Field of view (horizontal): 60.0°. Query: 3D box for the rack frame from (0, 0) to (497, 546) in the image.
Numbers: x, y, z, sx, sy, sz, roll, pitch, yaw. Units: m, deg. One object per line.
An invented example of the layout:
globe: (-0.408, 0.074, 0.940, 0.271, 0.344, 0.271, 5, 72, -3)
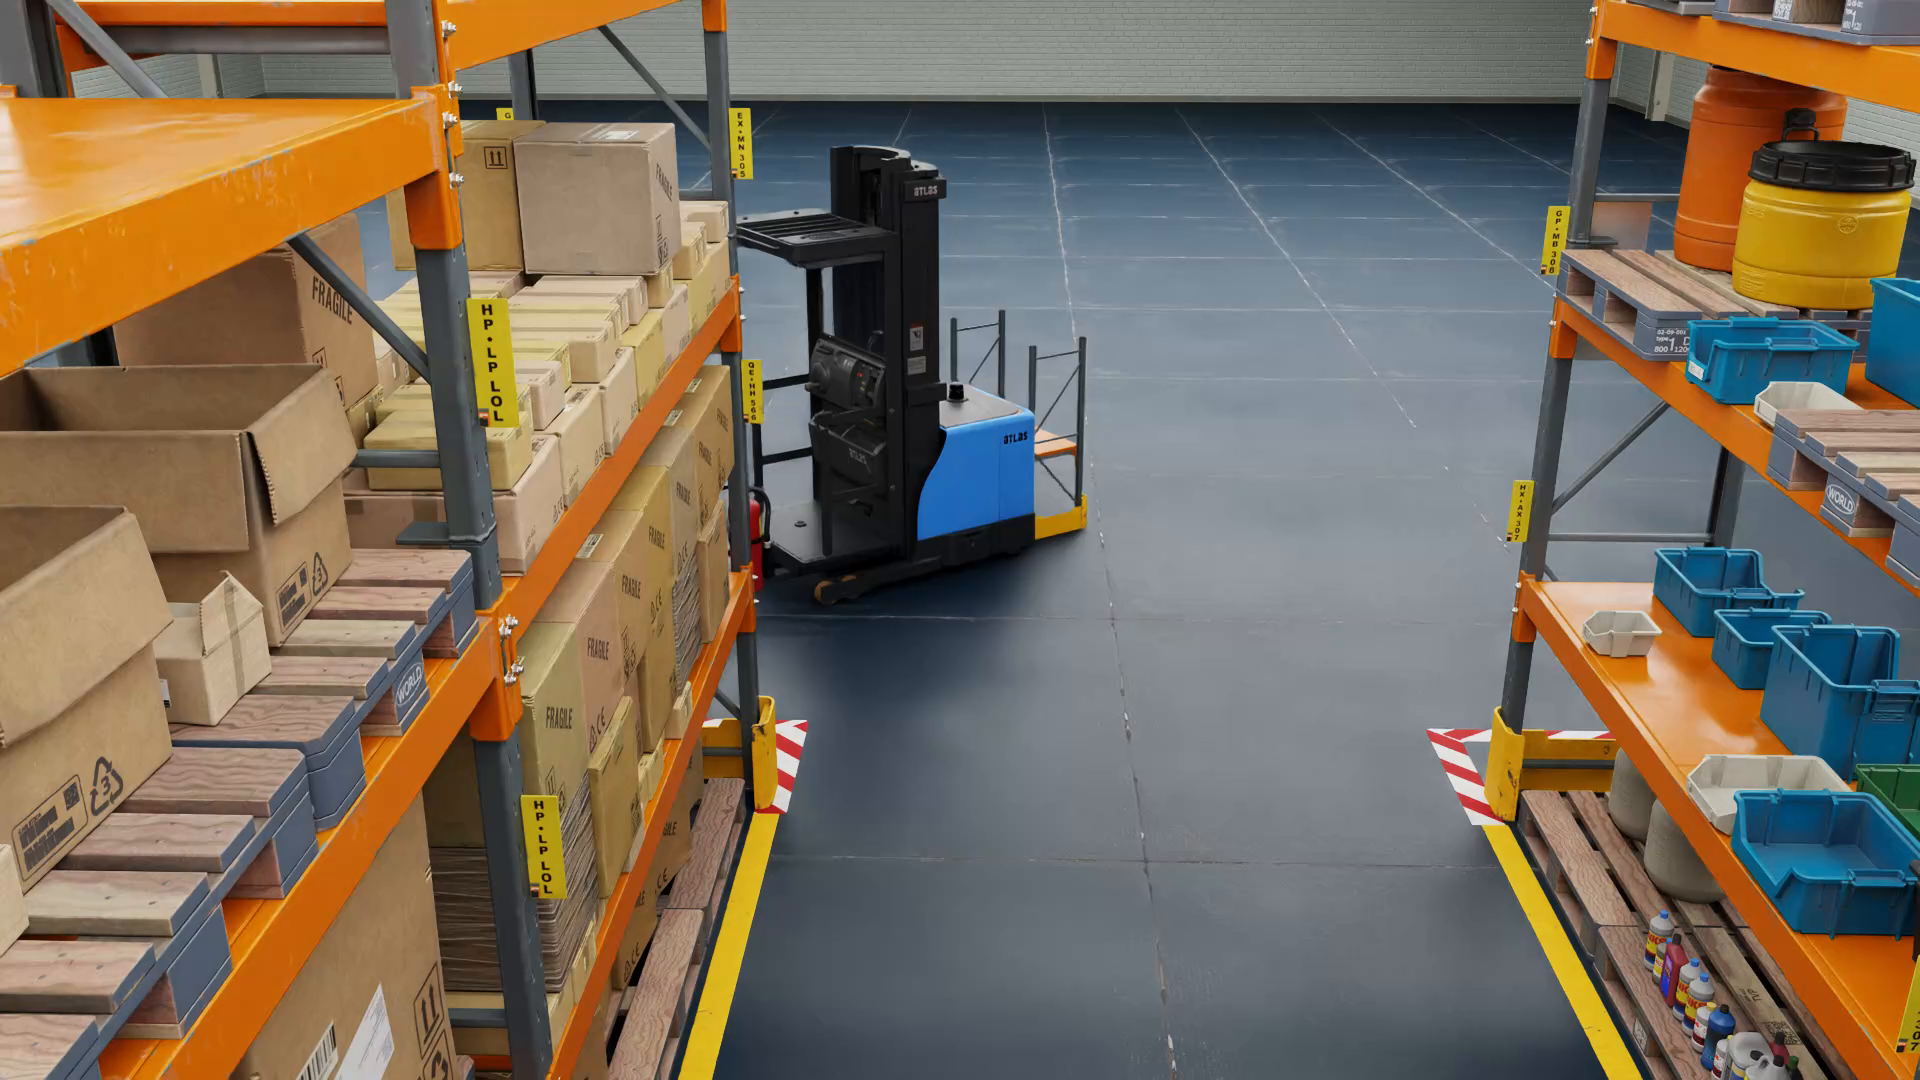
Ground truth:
rack frame: (-1.703, -1.412, 3.729, 1.000, 3.000, 0.127, 1, 21, 2)

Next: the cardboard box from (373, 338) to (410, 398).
cardboard box: (-1.979, -0.538, 5.278, 0.380, 0.149, 0.250, 0, 21, 0)

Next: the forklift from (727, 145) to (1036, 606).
forklift: (-0.953, -1.136, 11.404, 3.031, 2.935, 1.130, -14, 25, -31)

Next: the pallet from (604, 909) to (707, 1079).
pallet: (-1.684, 1.999, 7.085, 1.003, 0.211, 1.213, 1, 21, 2)

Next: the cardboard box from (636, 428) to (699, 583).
cardboard box: (-1.378, -0.150, 6.837, 0.500, 0.500, 0.500, 1, 21, 2)

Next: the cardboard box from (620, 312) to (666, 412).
cardboard box: (-1.389, -0.665, 6.158, 0.500, 0.250, 0.500, 0, 21, 1)

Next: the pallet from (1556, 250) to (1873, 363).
pallet: (3.246, -1.019, 7.124, 1.003, 0.211, 1.213, 1, 21, 2)

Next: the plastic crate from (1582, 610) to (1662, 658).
plastic crate: (3.020, 0.436, 7.624, 0.298, 0.136, 0.250, 1, 21, 2)

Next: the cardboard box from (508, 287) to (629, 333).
cardboard box: (-1.409, -0.809, 5.977, 0.380, 0.149, 0.250, 1, 21, 3)

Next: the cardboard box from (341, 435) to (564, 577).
cardboard box: (-1.433, -0.104, 4.710, 0.500, 0.250, 0.500, 0, 21, 0)

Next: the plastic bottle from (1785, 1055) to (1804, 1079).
plastic bottle: (3.098, 2.070, 6.194, 0.061, 0.283, 0.133, 1, 21, 2)

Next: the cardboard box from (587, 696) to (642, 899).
cardboard box: (-1.577, 0.857, 5.624, 0.875, 0.500, 0.500, 1, 21, 2)

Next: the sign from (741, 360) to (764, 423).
sign: (-1.027, -0.735, 8.240, 0.100, 0.325, 0.005, 1, 21, 2)

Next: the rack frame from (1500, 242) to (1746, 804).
rack frame: (3.369, -0.007, 8.401, 1.000, 3.000, 0.127, 1, 21, 2)

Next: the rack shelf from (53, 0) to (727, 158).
rack shelf: (-1.642, -1.798, 5.723, 1.077, 0.370, 4.000, 1, 21, 2)

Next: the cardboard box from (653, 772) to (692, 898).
cardboard box: (-1.601, 1.350, 7.778, 0.500, 0.500, 0.500, 6, 22, 16)

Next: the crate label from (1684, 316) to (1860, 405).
crate label: (2.982, -0.663, 6.150, 0.502, 0.251, 0.408, 1, 21, 2)

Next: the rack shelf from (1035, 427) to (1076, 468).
rack shelf: (0.428, -0.736, 12.850, 0.538, 0.185, 1.000, -14, 25, -32)

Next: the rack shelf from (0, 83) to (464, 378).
rack shelf: (-1.764, -0.167, 2.067, 1.077, 0.370, 4.000, 1, 21, 2)

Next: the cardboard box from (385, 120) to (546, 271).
cardboard box: (-1.897, -1.345, 6.460, 0.500, 0.500, 0.500, 1, 21, 1)

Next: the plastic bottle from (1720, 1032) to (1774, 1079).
plastic bottle: (3.004, 2.023, 6.326, 0.152, 0.276, 0.135, 1, 21, 3)

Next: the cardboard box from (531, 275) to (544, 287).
cardboard box: (-1.901, -1.108, 6.748, 0.380, 0.149, 0.250, 1, 21, 1)

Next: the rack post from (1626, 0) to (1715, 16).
rack post: (3.219, -2.299, 6.705, 0.937, 0.300, 0.954, 3, 21, 7)

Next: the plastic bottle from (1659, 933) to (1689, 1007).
plastic bottle: (2.977, 1.788, 6.921, 0.061, 0.283, 0.133, 1, 21, 3)

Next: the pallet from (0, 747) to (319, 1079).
pallet: (-1.857, 0.671, 2.766, 1.213, 0.211, 1.003, 1, 21, 2)

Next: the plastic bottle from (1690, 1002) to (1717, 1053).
plastic bottle: (2.986, 1.940, 6.642, 0.097, 0.201, 0.097, 0, 21, 0)

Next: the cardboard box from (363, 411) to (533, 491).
cardboard box: (-1.385, -0.244, 4.520, 0.380, 0.149, 0.250, 0, 21, 0)

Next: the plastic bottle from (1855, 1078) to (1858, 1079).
plastic bottle: (3.557, 2.002, 6.380, 0.152, 0.276, 0.135, 1, 21, 2)

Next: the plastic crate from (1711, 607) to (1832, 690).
plastic crate: (3.628, 0.481, 7.348, 0.499, 0.251, 0.408, 1, 21, 2)

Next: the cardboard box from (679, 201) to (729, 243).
cardboard box: (-1.278, -1.472, 7.686, 0.380, 0.149, 0.250, 1, 21, 2)

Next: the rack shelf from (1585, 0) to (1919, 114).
rack shelf: (3.308, -1.559, 5.654, 1.077, 0.370, 4.000, 1, 21, 2)

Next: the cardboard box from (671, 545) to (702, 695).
cardboard box: (-1.579, 0.314, 7.023, 0.875, 0.500, 0.500, 1, 21, 2)

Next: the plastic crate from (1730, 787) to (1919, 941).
plastic crate: (3.010, 1.105, 5.739, 0.499, 0.251, 0.616, 1, 21, 2)

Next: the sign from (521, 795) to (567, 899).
sign: (-1.148, 0.850, 4.592, 0.100, 0.325, 0.005, 1, 21, 2)

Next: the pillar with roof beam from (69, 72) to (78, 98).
pillar with roof beam: (-12.337, -11.409, 29.493, 9.100, 9.000, 0.400, 1, 21, 2)

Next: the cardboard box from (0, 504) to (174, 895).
cardboard box: (-1.844, 0.252, 2.863, 0.797, 0.503, 0.637, 1, 21, 4)

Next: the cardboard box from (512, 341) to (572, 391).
cardboard box: (-1.451, -0.528, 5.253, 0.380, 0.149, 0.250, 1, 21, 3)

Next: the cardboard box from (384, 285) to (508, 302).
cardboard box: (-1.851, -0.824, 6.014, 0.380, 0.149, 0.250, 0, 21, 0)

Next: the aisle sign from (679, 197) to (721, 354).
aisle sign: (-1.280, -1.293, 8.120, 0.394, 0.787, 0.004, 1, 21, 2)

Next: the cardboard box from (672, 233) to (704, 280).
cardboard box: (-1.286, -1.188, 6.954, 0.380, 0.149, 0.250, 1, 21, 2)

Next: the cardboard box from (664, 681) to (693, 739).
cardboard box: (-1.324, 0.704, 6.914, 0.380, 0.149, 0.250, 1, 21, 2)

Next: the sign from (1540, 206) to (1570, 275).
sign: (2.819, -1.417, 7.876, 0.100, 0.325, 0.005, 1, 21, 2)

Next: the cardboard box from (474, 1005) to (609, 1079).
cardboard box: (-1.641, 2.003, 6.096, 0.500, 0.500, 0.500, 8, 22, 19)

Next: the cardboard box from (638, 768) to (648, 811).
cardboard box: (-1.382, 0.975, 6.217, 0.380, 0.149, 0.250, 1, 21, 2)

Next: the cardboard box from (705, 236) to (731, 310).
cardboard box: (-1.342, -1.213, 7.569, 0.500, 0.250, 0.500, 1, 21, 3)

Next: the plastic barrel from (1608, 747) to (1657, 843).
plastic barrel: (3.426, 1.196, 8.159, 0.421, 0.512, 0.421, 0, 21, 0)

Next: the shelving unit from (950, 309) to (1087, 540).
shelving unit: (0.433, -0.901, 12.778, 0.587, 1.500, 1.083, -14, 25, -32)

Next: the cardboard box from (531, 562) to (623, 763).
cardboard box: (-1.422, 0.392, 5.439, 0.500, 0.500, 0.500, 1, 21, 2)

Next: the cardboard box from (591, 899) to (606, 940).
cardboard box: (-1.395, 1.246, 5.517, 0.380, 0.149, 0.250, 1, 21, 2)
